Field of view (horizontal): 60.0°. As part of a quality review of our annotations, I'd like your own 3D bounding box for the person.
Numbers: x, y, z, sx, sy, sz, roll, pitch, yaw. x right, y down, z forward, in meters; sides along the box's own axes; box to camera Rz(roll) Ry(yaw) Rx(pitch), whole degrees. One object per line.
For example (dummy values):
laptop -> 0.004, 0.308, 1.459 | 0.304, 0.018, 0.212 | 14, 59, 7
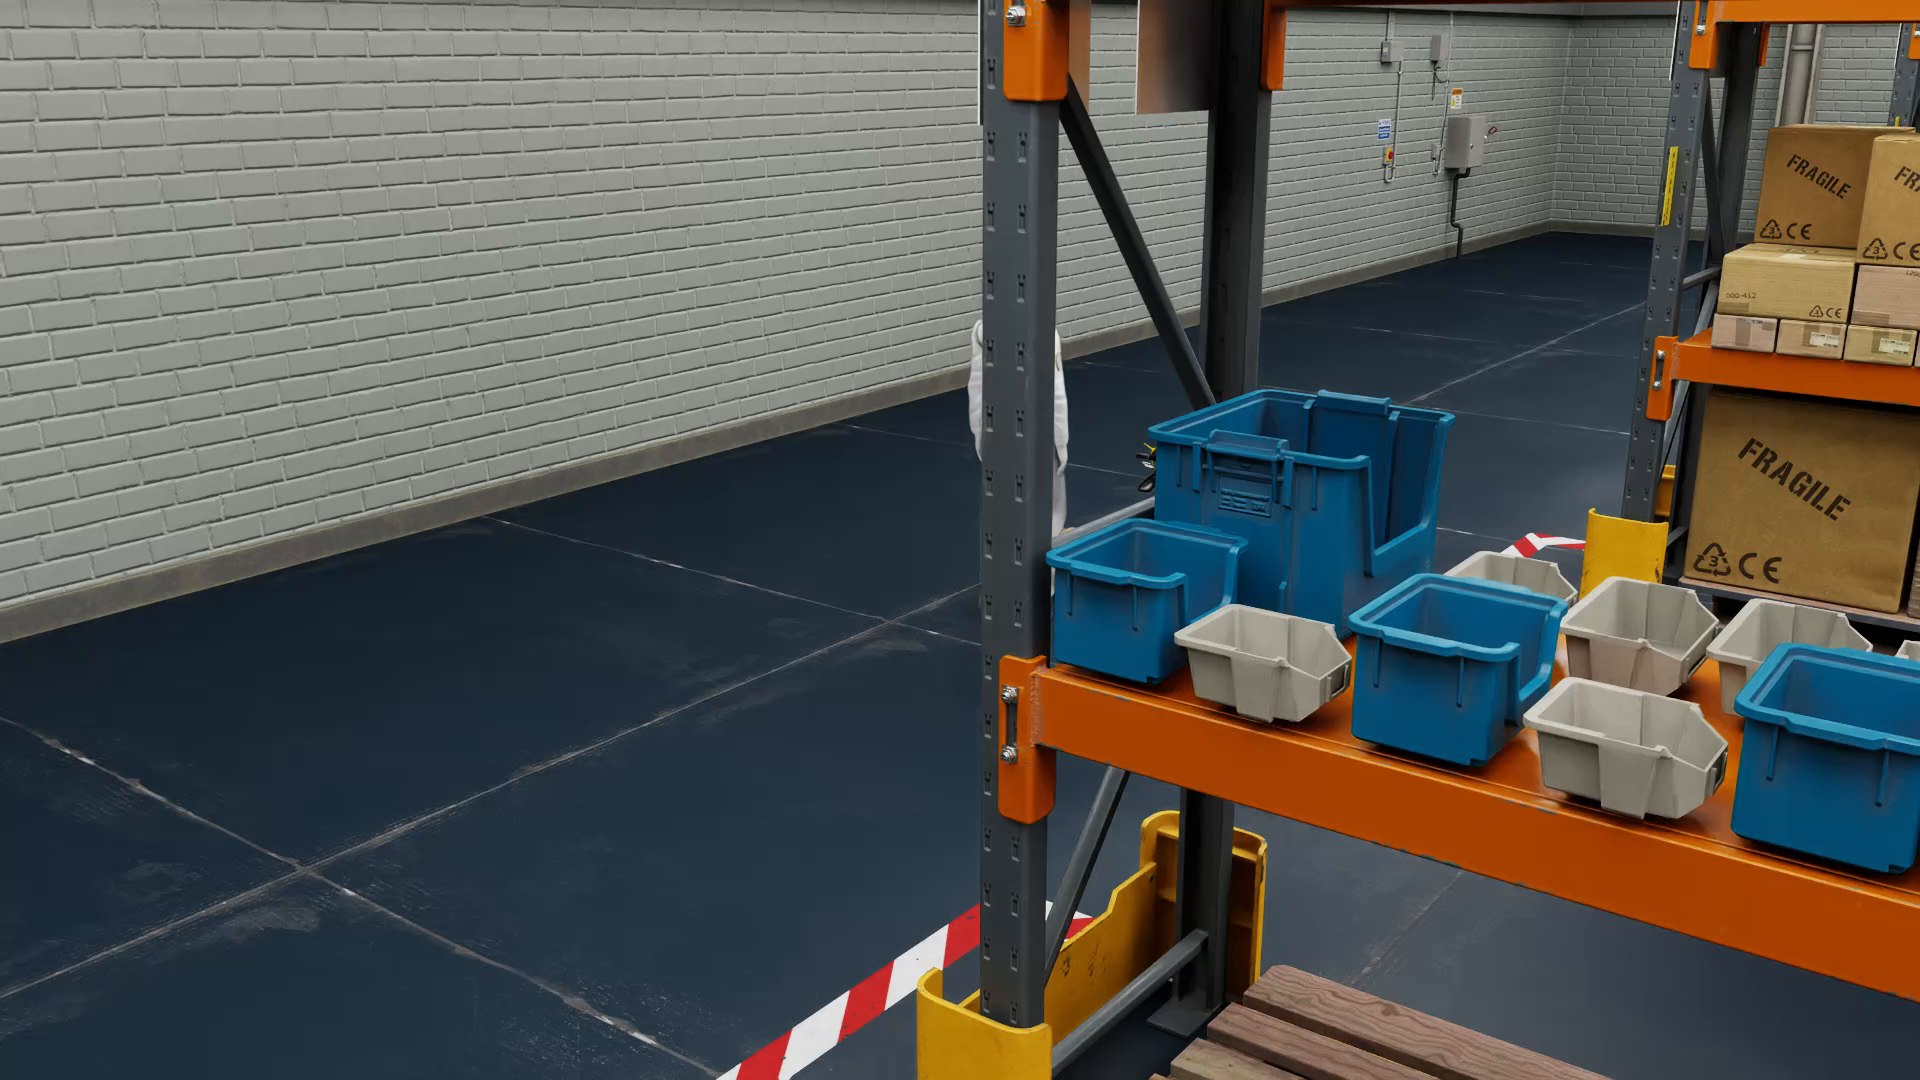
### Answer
person -> 0.300, -0.478, 7.596 | 0.493, 1.686, 0.507 | 10, 19, 30
